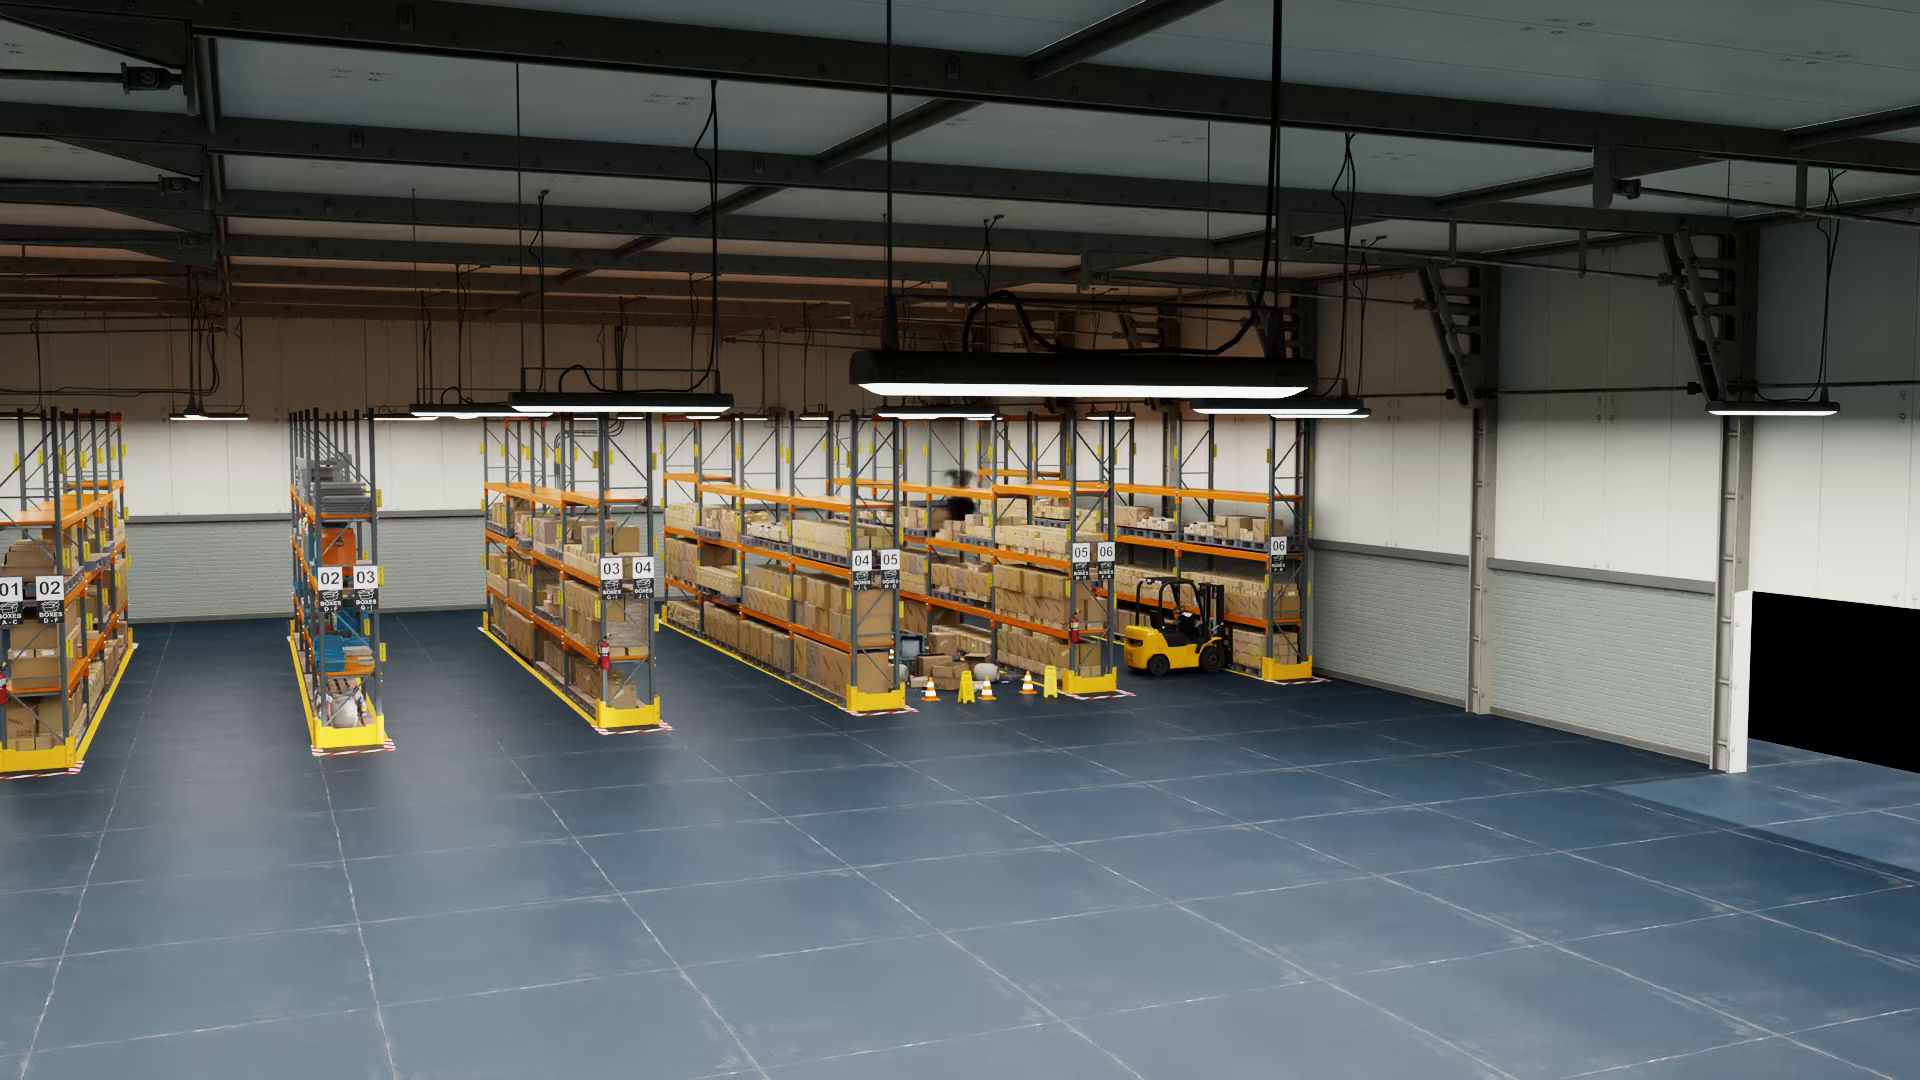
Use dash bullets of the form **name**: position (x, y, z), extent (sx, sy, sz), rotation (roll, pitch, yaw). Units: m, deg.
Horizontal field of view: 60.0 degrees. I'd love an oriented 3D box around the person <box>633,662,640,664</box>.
- **person**: position (-7.669, 2.096, 39.630), extent (0.649, 1.701, 0.694), rotation (-3, 5, -38)
